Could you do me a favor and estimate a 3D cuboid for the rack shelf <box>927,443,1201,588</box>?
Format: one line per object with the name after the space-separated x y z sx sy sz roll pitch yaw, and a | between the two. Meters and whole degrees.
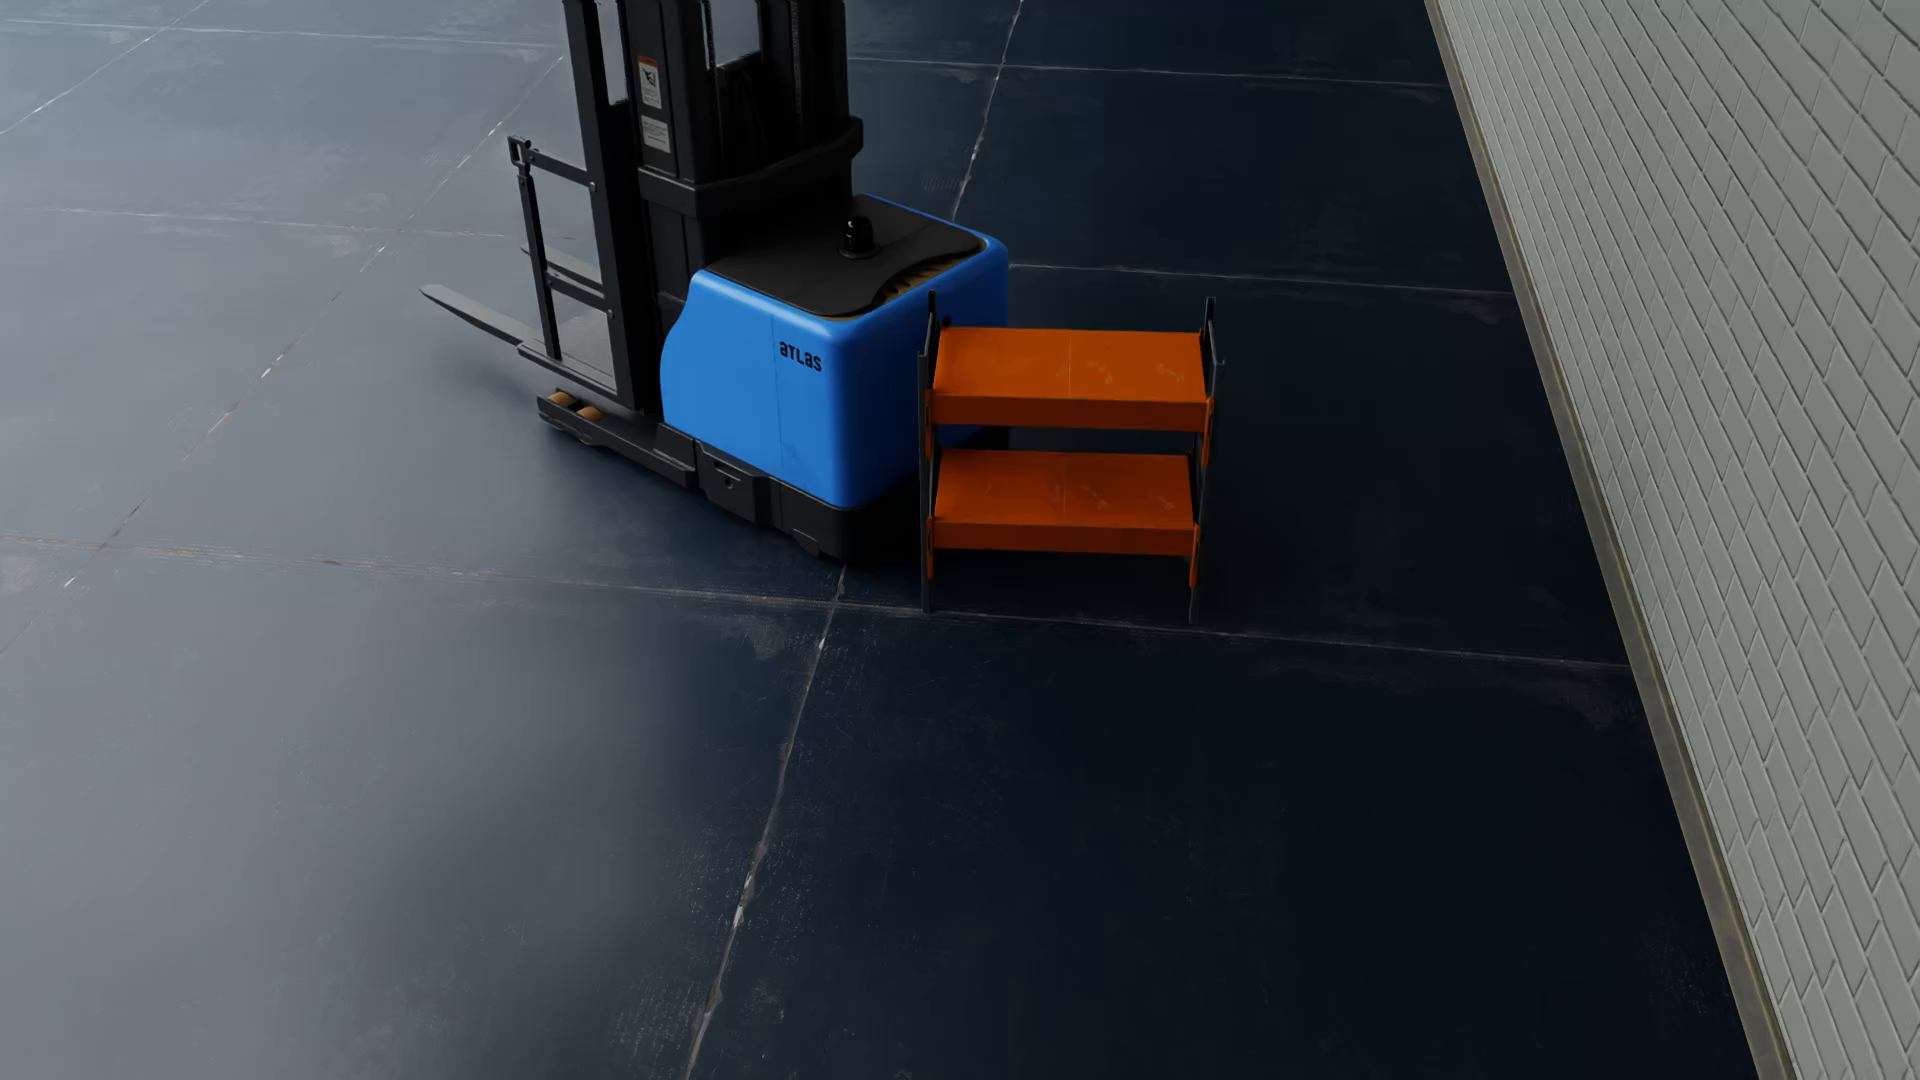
0.392 -0.100 6.343 1.000 0.278 0.538 2 36 3 | rack shelf

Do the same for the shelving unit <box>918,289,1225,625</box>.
0.392 -0.299 6.201 1.048 1.125 0.538 2 36 3 | shelving unit

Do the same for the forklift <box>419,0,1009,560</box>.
-1.250 -1.824 6.783 3.031 2.935 1.130 26 43 31 | forklift

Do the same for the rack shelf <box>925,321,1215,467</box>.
0.392 -0.538 6.031 1.000 0.278 0.538 2 36 3 | rack shelf

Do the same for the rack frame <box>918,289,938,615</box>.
-0.115 -0.316 6.225 0.032 1.125 0.500 2 36 3 | rack frame

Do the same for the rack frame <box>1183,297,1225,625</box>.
0.900 -0.282 6.177 0.032 1.125 0.500 2 36 3 | rack frame
